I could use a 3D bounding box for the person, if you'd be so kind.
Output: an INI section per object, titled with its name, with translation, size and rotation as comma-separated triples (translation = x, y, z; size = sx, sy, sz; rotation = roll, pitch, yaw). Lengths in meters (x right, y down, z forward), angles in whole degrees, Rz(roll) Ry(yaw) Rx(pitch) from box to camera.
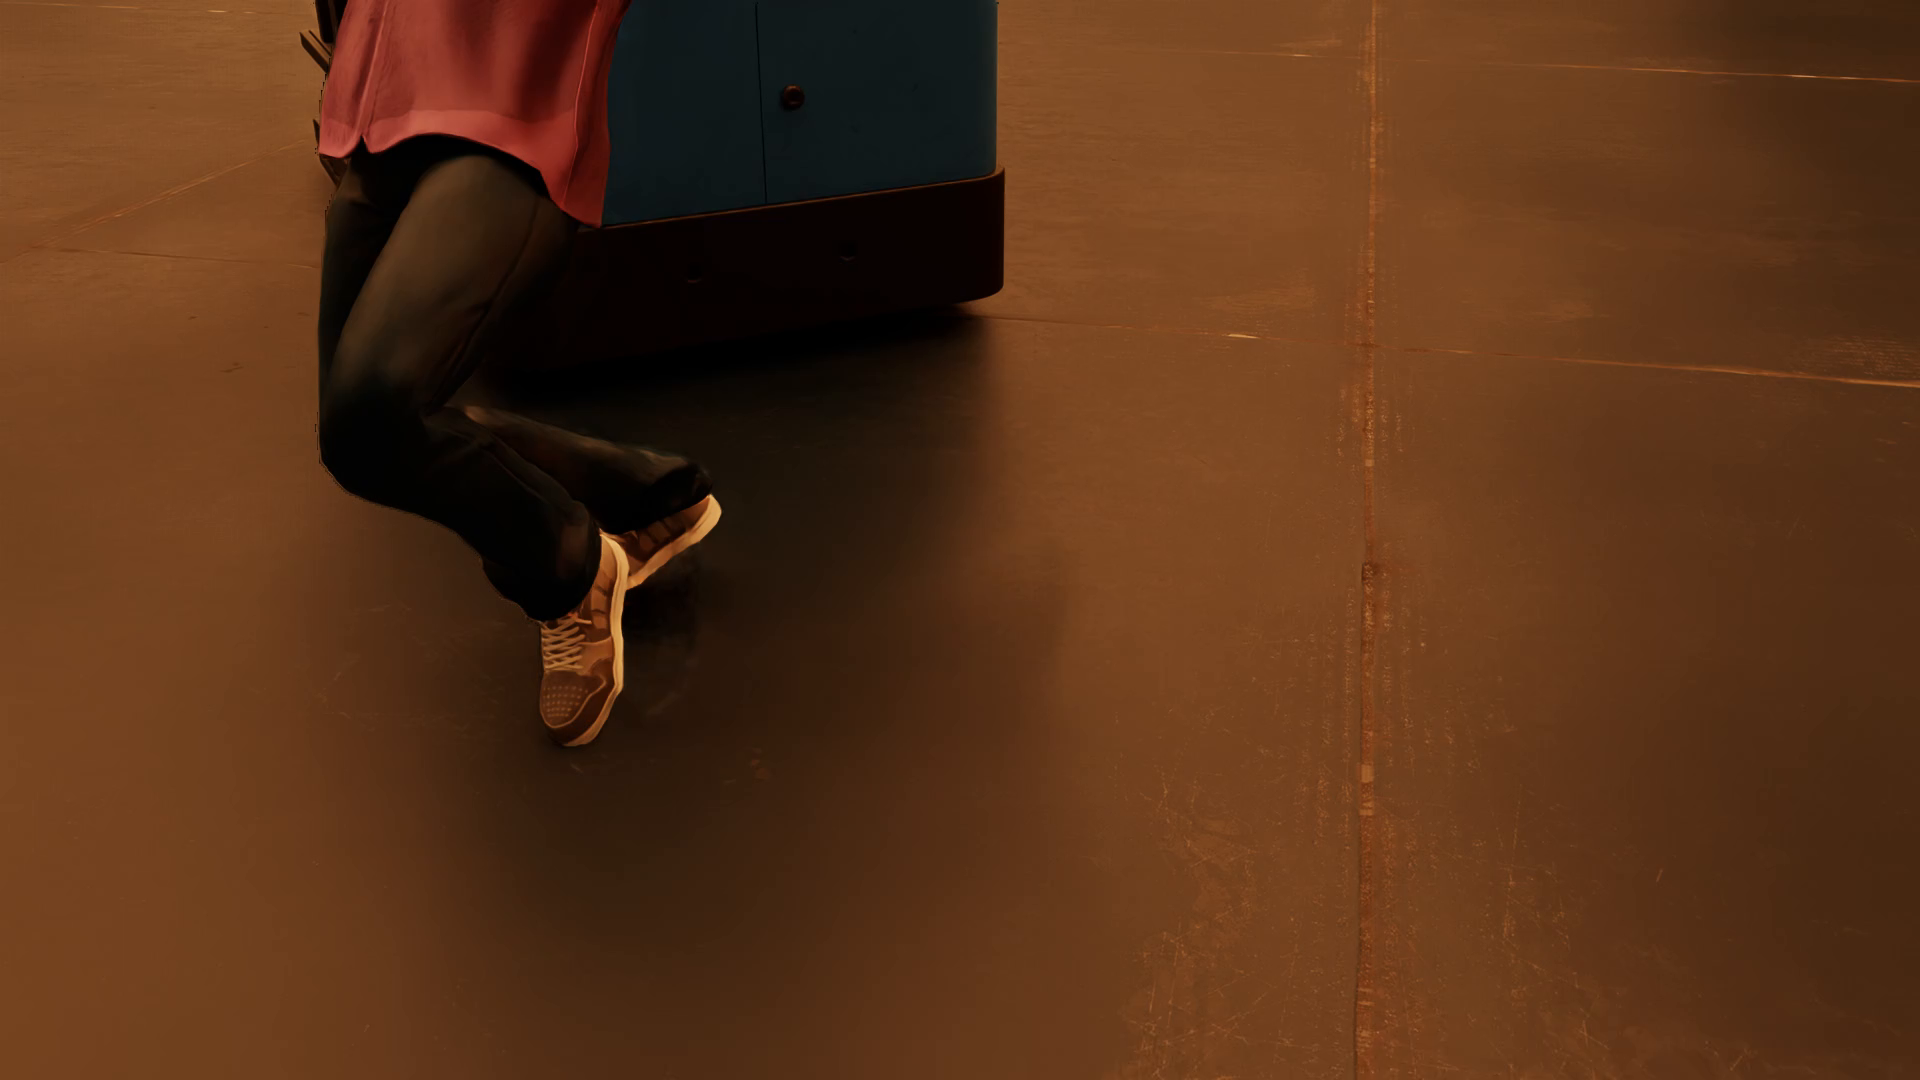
[person]
translation = -0.396, -0.465, 1.768
size = 0.938, 1.510, 0.728
rotation = 22, 34, 37

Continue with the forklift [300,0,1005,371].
[forklift]
translation = -1.028, -2.240, 3.685
size = 1.130, 2.935, 3.031
rotation = -13, 29, -24
